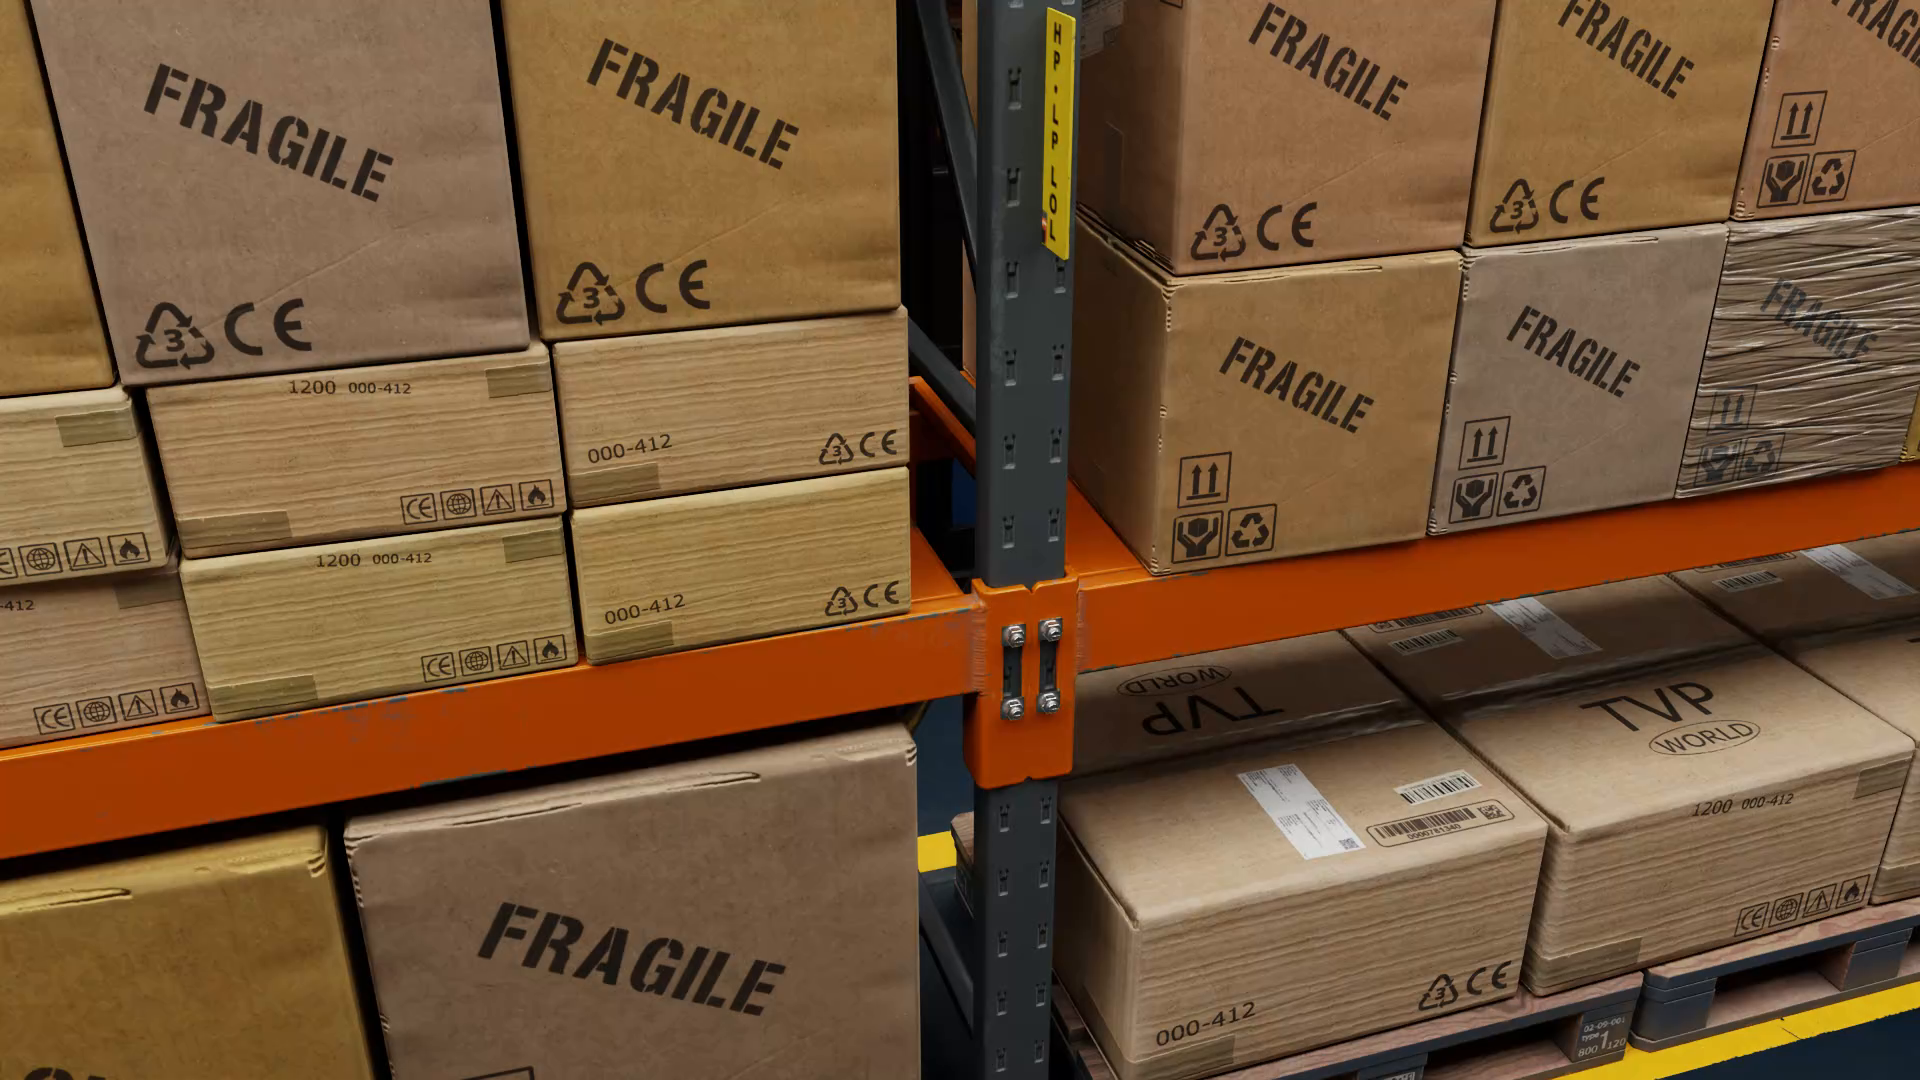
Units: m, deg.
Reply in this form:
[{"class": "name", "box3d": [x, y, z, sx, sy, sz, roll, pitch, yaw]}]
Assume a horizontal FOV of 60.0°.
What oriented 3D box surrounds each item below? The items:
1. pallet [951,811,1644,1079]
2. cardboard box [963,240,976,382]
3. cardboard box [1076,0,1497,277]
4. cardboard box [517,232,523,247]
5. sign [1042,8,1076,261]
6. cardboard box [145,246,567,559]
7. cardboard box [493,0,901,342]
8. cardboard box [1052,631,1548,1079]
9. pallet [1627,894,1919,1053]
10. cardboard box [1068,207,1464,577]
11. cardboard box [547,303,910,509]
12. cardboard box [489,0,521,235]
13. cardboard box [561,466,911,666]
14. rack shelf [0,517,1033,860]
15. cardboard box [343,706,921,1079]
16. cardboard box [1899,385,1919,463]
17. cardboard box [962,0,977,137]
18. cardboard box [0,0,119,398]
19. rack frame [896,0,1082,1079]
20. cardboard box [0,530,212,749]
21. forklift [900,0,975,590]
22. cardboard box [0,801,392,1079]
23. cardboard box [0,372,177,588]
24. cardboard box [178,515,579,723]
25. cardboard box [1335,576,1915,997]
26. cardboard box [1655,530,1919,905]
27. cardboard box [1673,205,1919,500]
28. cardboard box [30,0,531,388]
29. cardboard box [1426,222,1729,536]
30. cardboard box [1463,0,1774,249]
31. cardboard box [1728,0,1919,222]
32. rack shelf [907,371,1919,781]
[{"class": "pallet", "box3d": [0.703, 0.878, 3.744, 1.213, 0.211, 1.003, -8, 28, -16]}, {"class": "cardboard box", "box3d": [0.318, -0.516, 3.304, 0.500, 0.500, 0.500, -8, 27, -16]}, {"class": "cardboard box", "box3d": [0.483, -0.755, 2.661, 0.500, 0.500, 0.500, -8, 28, -16]}, {"class": "cardboard box", "box3d": [-0.550, -0.515, 3.020, 0.500, 0.250, 0.500, -9, 28, -18]}, {"class": "sign", "box3d": [0.133, -0.554, 2.280, 0.005, 0.325, 0.100, -8, 28, -16]}, {"class": "cardboard box", "box3d": [-0.861, -0.221, 2.428, 0.500, 0.250, 0.500, -8, 27, -15]}, {"class": "cardboard box", "box3d": [-0.391, -0.624, 2.397, 0.500, 0.500, 0.500, -7, 27, -14]}, {"class": "cardboard box", "box3d": [0.586, 0.619, 3.539, 0.875, 0.438, 0.875, -9, 28, -17]}, {"class": "pallet", "box3d": [1.865, 0.708, 4.086, 1.213, 0.211, 1.003, -8, 28, -16]}, {"class": "cardboard box", "box3d": [0.483, -0.298, 2.865, 0.500, 0.500, 0.500, -7, 27, -14]}, {"class": "cardboard box", "box3d": [-0.388, -0.293, 2.573, 0.500, 0.250, 0.500, -8, 28, -16]}, {"class": "cardboard box", "box3d": [-0.552, -0.853, 2.858, 0.500, 0.500, 0.500, -8, 27, -16]}, {"class": "cardboard box", "box3d": [-0.393, -0.064, 2.674, 0.500, 0.250, 0.500, -9, 28, -17]}, {"class": "rack shelf", "box3d": [-1.946, 0.298, 2.585, 4.000, 0.370, 1.077, -8, 28, -16]}, {"class": "cardboard box", "box3d": [-0.609, 0.583, 3.119, 0.875, 0.875, 0.875, -7, 27, -14]}, {"class": "cardboard box", "box3d": [1.927, -0.502, 3.276, 0.500, 0.500, 0.500, -7, 27, -15]}, {"class": "cardboard box", "box3d": [0.319, -0.974, 3.101, 0.500, 0.500, 0.500, -8, 28, -17]}, {"class": "cardboard box", "box3d": [-1.369, -0.488, 2.124, 0.500, 0.500, 0.500, -7, 27, -15]}, {"class": "rack frame", "box3d": [-0.044, -0.299, 2.980, 0.127, 3.000, 1.000, -8, 28, -16]}, {"class": "cardboard box", "box3d": [-1.363, 0.067, 2.410, 0.500, 0.250, 0.500, -9, 28, -17]}, {"class": "forklift", "box3d": [-0.599, -1.238, 4.947, 3.031, 2.935, 1.130, -7, 27, -14]}, {"class": "cardboard box", "box3d": [-1.466, 0.711, 2.862, 0.875, 0.875, 0.875, -7, 27, -15]}, {"class": "cardboard box", "box3d": [-1.352, -0.147, 2.279, 0.500, 0.250, 0.500, -8, 27, -15]}, {"class": "cardboard box", "box3d": [-0.877, 0.006, 2.534, 0.500, 0.250, 0.500, -9, 28, -17]}, {"class": "cardboard box", "box3d": [1.437, 0.495, 3.788, 0.875, 0.438, 0.875, -9, 28, -18]}, {"class": "cardboard box", "box3d": [2.295, 0.372, 4.036, 0.875, 0.438, 0.875, -7, 27, -15]}, {"class": "cardboard box", "box3d": [1.438, -0.431, 3.133, 0.500, 0.500, 0.500, -8, 28, -16]}, {"class": "cardboard box", "box3d": [-0.881, -0.550, 2.248, 0.500, 0.500, 0.500, -8, 27, -15]}, {"class": "cardboard box", "box3d": [0.963, -0.366, 3.001, 0.500, 0.500, 0.500, -8, 28, -16]}, {"class": "cardboard box", "box3d": [0.966, -0.822, 2.796, 0.500, 0.500, 0.500, -9, 28, -17]}, {"class": "cardboard box", "box3d": [1.456, -0.888, 2.928, 0.500, 0.500, 0.500, -8, 27, -15]}, {"class": "rack shelf", "box3d": [1.857, -0.253, 3.695, 4.000, 0.370, 1.077, -8, 28, -16]}]
